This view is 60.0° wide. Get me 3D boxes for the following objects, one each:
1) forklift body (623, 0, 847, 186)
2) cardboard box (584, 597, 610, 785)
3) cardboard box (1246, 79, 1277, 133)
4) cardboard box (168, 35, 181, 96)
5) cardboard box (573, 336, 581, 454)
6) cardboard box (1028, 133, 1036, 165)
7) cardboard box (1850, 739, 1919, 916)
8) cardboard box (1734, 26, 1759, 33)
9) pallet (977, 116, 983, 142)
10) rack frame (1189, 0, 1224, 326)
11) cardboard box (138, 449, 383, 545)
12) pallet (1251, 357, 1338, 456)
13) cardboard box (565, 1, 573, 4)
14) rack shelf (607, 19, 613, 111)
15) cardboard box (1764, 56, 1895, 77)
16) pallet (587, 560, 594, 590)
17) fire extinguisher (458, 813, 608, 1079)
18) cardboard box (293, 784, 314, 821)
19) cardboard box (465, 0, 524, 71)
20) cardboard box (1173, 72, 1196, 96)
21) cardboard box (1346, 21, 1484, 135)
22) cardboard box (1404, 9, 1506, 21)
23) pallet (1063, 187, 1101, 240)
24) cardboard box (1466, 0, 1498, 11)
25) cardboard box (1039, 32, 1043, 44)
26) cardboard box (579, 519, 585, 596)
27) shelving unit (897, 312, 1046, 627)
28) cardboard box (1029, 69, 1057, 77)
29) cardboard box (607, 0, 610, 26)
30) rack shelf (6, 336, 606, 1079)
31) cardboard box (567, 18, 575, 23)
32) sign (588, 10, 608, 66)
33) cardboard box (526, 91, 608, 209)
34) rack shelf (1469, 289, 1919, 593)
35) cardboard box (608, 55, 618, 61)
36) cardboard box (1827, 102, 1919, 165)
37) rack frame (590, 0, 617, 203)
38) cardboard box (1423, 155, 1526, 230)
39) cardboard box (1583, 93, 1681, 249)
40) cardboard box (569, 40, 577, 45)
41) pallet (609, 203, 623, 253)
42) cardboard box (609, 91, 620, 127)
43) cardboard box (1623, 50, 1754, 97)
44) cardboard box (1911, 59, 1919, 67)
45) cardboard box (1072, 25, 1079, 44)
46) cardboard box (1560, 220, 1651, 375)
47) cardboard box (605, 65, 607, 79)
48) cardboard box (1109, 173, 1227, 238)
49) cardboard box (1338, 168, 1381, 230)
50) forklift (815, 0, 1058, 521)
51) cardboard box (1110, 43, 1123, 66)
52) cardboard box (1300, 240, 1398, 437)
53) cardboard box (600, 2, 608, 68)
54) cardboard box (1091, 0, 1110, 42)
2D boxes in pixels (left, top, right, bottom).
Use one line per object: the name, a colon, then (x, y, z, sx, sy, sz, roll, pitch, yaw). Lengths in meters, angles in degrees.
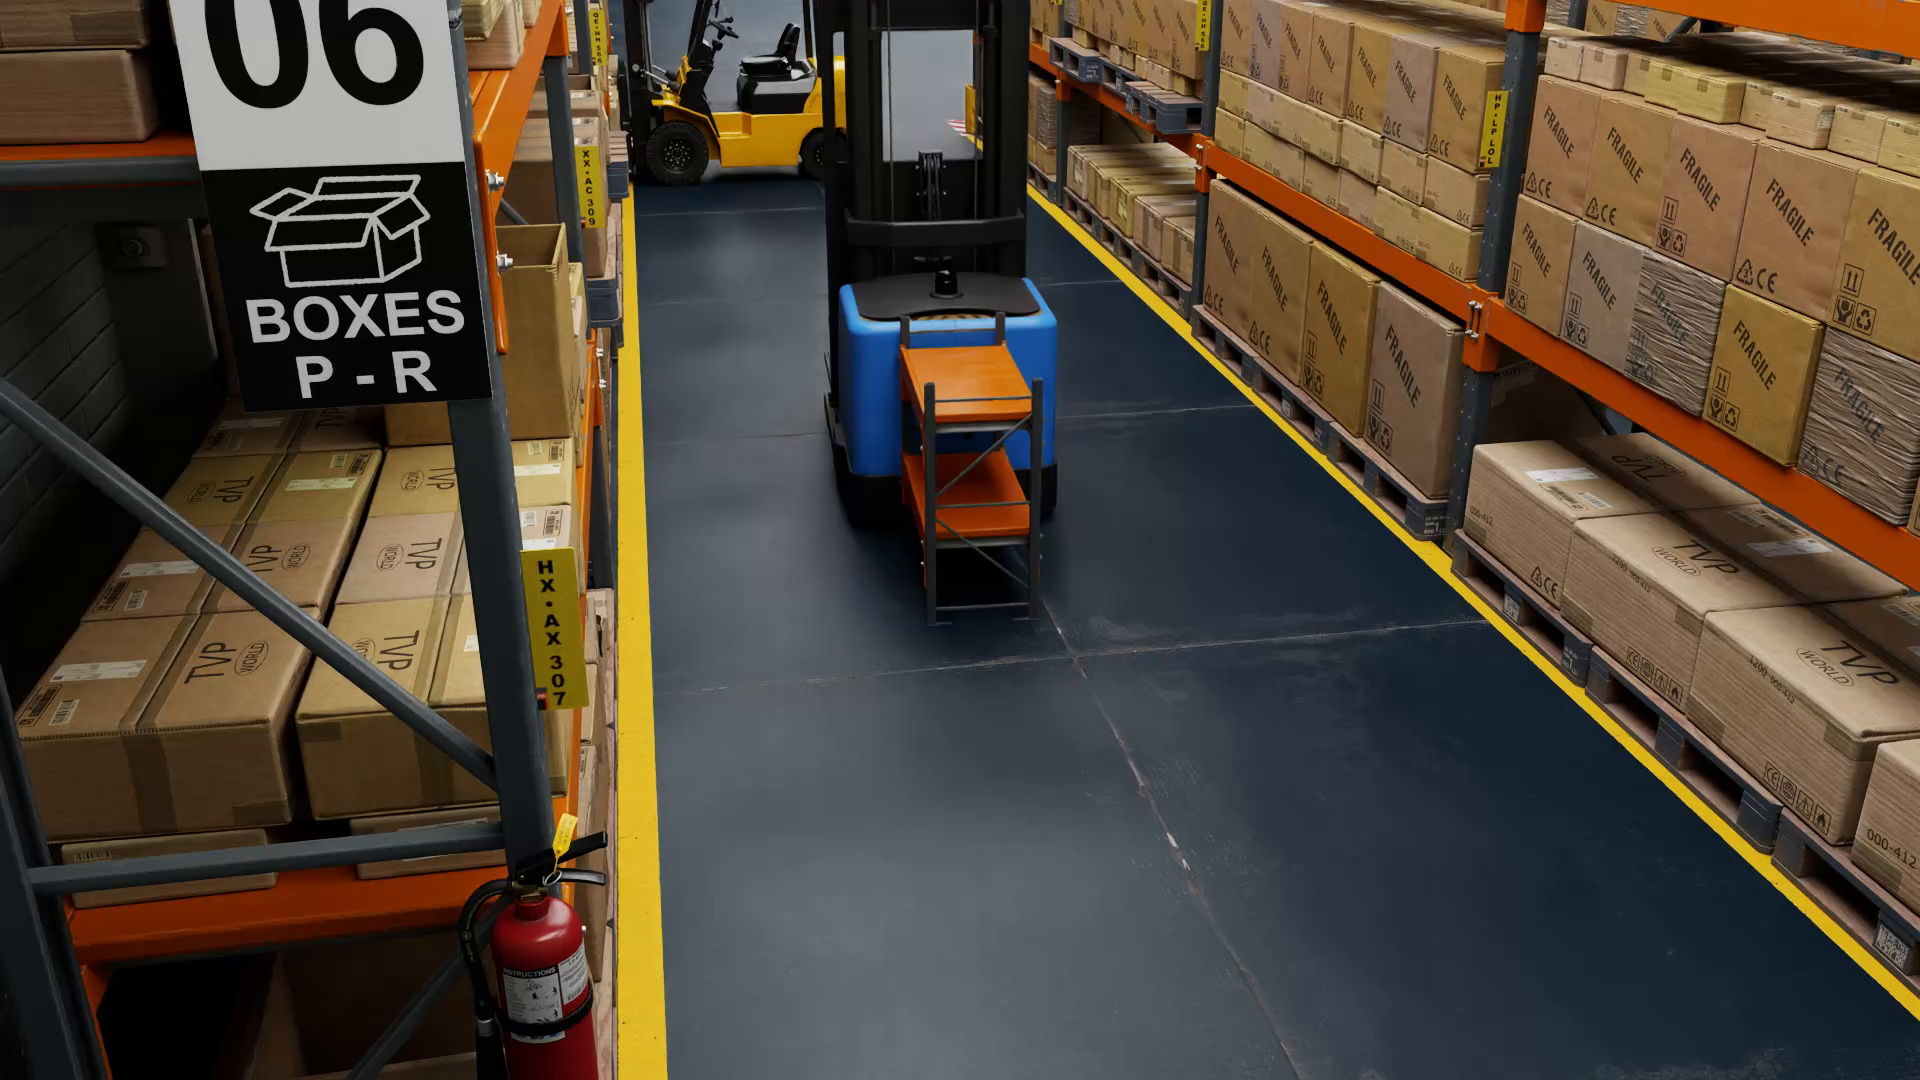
forklift body: (-2.091, -4.691, 16.303, 2.313, 2.155, 1.214, -4, 24, -10)
cardboard box: (-1.608, 0.561, 5.817, 0.700, 0.500, 0.500, -5, 24, -12)
cardboard box: (2.068, -2.652, 10.137, 0.500, 0.250, 0.500, -4, 24, -8)
cardboard box: (-1.672, -0.865, 3.048, 0.380, 0.149, 0.250, -4, 24, -9)
cardboard box: (-1.495, -0.463, 5.378, 0.500, 0.250, 0.500, -4, 24, -10)
cardboard box: (0.901, -3.840, 16.205, 0.500, 0.250, 0.500, -5, 24, -11)
cardboard box: (3.381, 0.963, 4.973, 0.875, 0.438, 0.875, -5, 24, -12)
cardboard box: (6.438, -3.915, 13.341, 0.500, 0.500, 0.500, -5, 24, -11)
pallet: (0.772, -4.430, 18.128, 1.003, 0.211, 1.213, -4, 24, -10)
rack frame: (2.122, -2.913, 11.171, 1.000, 3.000, 0.127, -4, 24, -10)
cardboard box: (-1.803, -0.024, 4.373, 0.500, 0.250, 0.500, -4, 24, -8)
pallet: (2.416, -0.840, 9.910, 1.003, 0.211, 1.213, -4, 24, -10)
cardboard box: (-3.155, -4.142, 13.051, 0.380, 0.149, 0.250, -4, 24, -10)
rack shelf: (-3.865, -4.574, 15.875, 1.077, 0.370, 4.000, -4, 24, -10)
cardboard box: (3.274, -1.734, 6.289, 0.380, 0.149, 0.250, -5, 24, -10)
pallet: (-2.203, -0.010, 8.009, 1.003, 0.211, 1.213, -4, 24, -10)
fire extinguisher: (-0.795, 0.833, 3.158, 0.296, 0.674, 0.183, -4, 24, -10)
cardboard box: (-1.588, 0.503, 3.664, 0.380, 0.149, 0.250, -4, 24, -8)
cardboard box: (-1.156, -1.108, 3.606, 0.380, 0.149, 0.250, -4, 24, -9)
cardboard box: (1.710, -3.202, 11.622, 0.380, 0.149, 0.250, -4, 24, -9)
cardboard box: (2.355, -2.404, 8.633, 0.500, 0.500, 0.500, -4, 24, -8)
cardboard box: (2.749, -2.636, 9.164, 0.500, 0.500, 0.500, -5, 24, -11)
pallet: (1.528, -2.902, 14.631, 1.003, 0.211, 1.213, -4, 24, -10)
cardboard box: (5.844, -5.742, 17.462, 0.875, 0.550, 0.500, -4, 24, -10)
cardboard box: (0.967, -4.780, 15.760, 0.380, 0.149, 0.250, -5, 24, -10)
cardboard box: (-1.257, 0.058, 4.684, 0.380, 0.149, 0.250, -5, 24, -11)
shelving unit: (0.033, -0.350, 7.647, 0.538, 1.125, 1.048, -3, 24, -7)
cardboard box: (0.818, -4.376, 16.494, 0.500, 0.500, 0.500, -3, 24, -7)
cardboard box: (-3.886, -5.562, 17.113, 0.500, 0.500, 0.500, -5, 24, -11)
rack shelf: (-1.646, 0.146, 5.067, 1.077, 0.370, 4.000, -4, 24, -10)
cardboard box: (-2.917, -3.636, 11.893, 0.380, 0.149, 0.250, -4, 24, -10)
sign: (-2.224, -3.082, 10.211, 0.100, 0.325, 0.005, -4, 24, -10)
cardboard box: (-2.126, -1.928, 8.267, 0.700, 0.500, 0.500, -4, 24, -10)
rack shelf: (3.232, -0.223, 5.912, 1.077, 0.370, 4.000, -4, 24, -10)
cardboard box: (-3.843, -4.923, 17.436, 0.500, 0.250, 0.500, -4, 24, -8)
cardboard box: (3.018, -1.296, 5.285, 0.380, 0.149, 0.250, -4, 24, -8)
rack frame: (-3.495, -4.117, 13.929, 1.000, 3.000, 0.127, -4, 24, -10)
cardboard box: (2.541, -1.655, 7.855, 0.500, 0.250, 0.500, -4, 24, -10)
cardboard box: (2.799, -1.439, 6.423, 0.500, 0.500, 0.500, -5, 24, -10)
cardboard box: (-2.575, -3.139, 10.754, 0.380, 0.149, 0.250, -4, 24, -9)
pallet: (-3.320, -2.553, 13.831, 1.003, 0.211, 1.213, -4, 24, -10)
cardboard box: (-3.361, -3.923, 15.147, 0.500, 0.250, 0.500, -4, 24, -10)
cardboard box: (2.817, -1.800, 6.439, 0.380, 0.149, 0.250, -5, 24, -10)
cardboard box: (6.860, -3.328, 11.539, 0.380, 0.149, 0.250, -3, 24, -7)
cardboard box: (1.174, -4.323, 14.189, 0.380, 0.149, 0.250, -4, 24, -9)
cardboard box: (2.780, -0.983, 6.628, 0.500, 0.500, 0.500, -4, 24, -9)
cardboard box: (-3.145, -3.870, 13.550, 0.500, 0.250, 0.500, -4, 24, -9)
cardboard box: (1.748, -2.712, 13.471, 0.950, 0.372, 0.625, -4, 24, -8)
cardboard box: (2.363, -1.829, 8.877, 0.500, 0.250, 0.500, -5, 24, -11)
forklift: (-0.215, -1.994, 9.153, 1.130, 2.935, 3.031, -3, 24, -7)
cardboard box: (1.388, -3.808, 13.010, 0.380, 0.149, 0.250, -3, 24, -8)
cardboard box: (2.494, -1.151, 9.267, 0.875, 0.875, 0.875, -4, 24, -8)
cardboard box: (-3.320, -4.357, 14.353, 0.500, 0.500, 0.500, -5, 24, -11)
cardboard box: (1.358, -4.263, 13.241, 0.500, 0.500, 0.500, -4, 24, -10)
